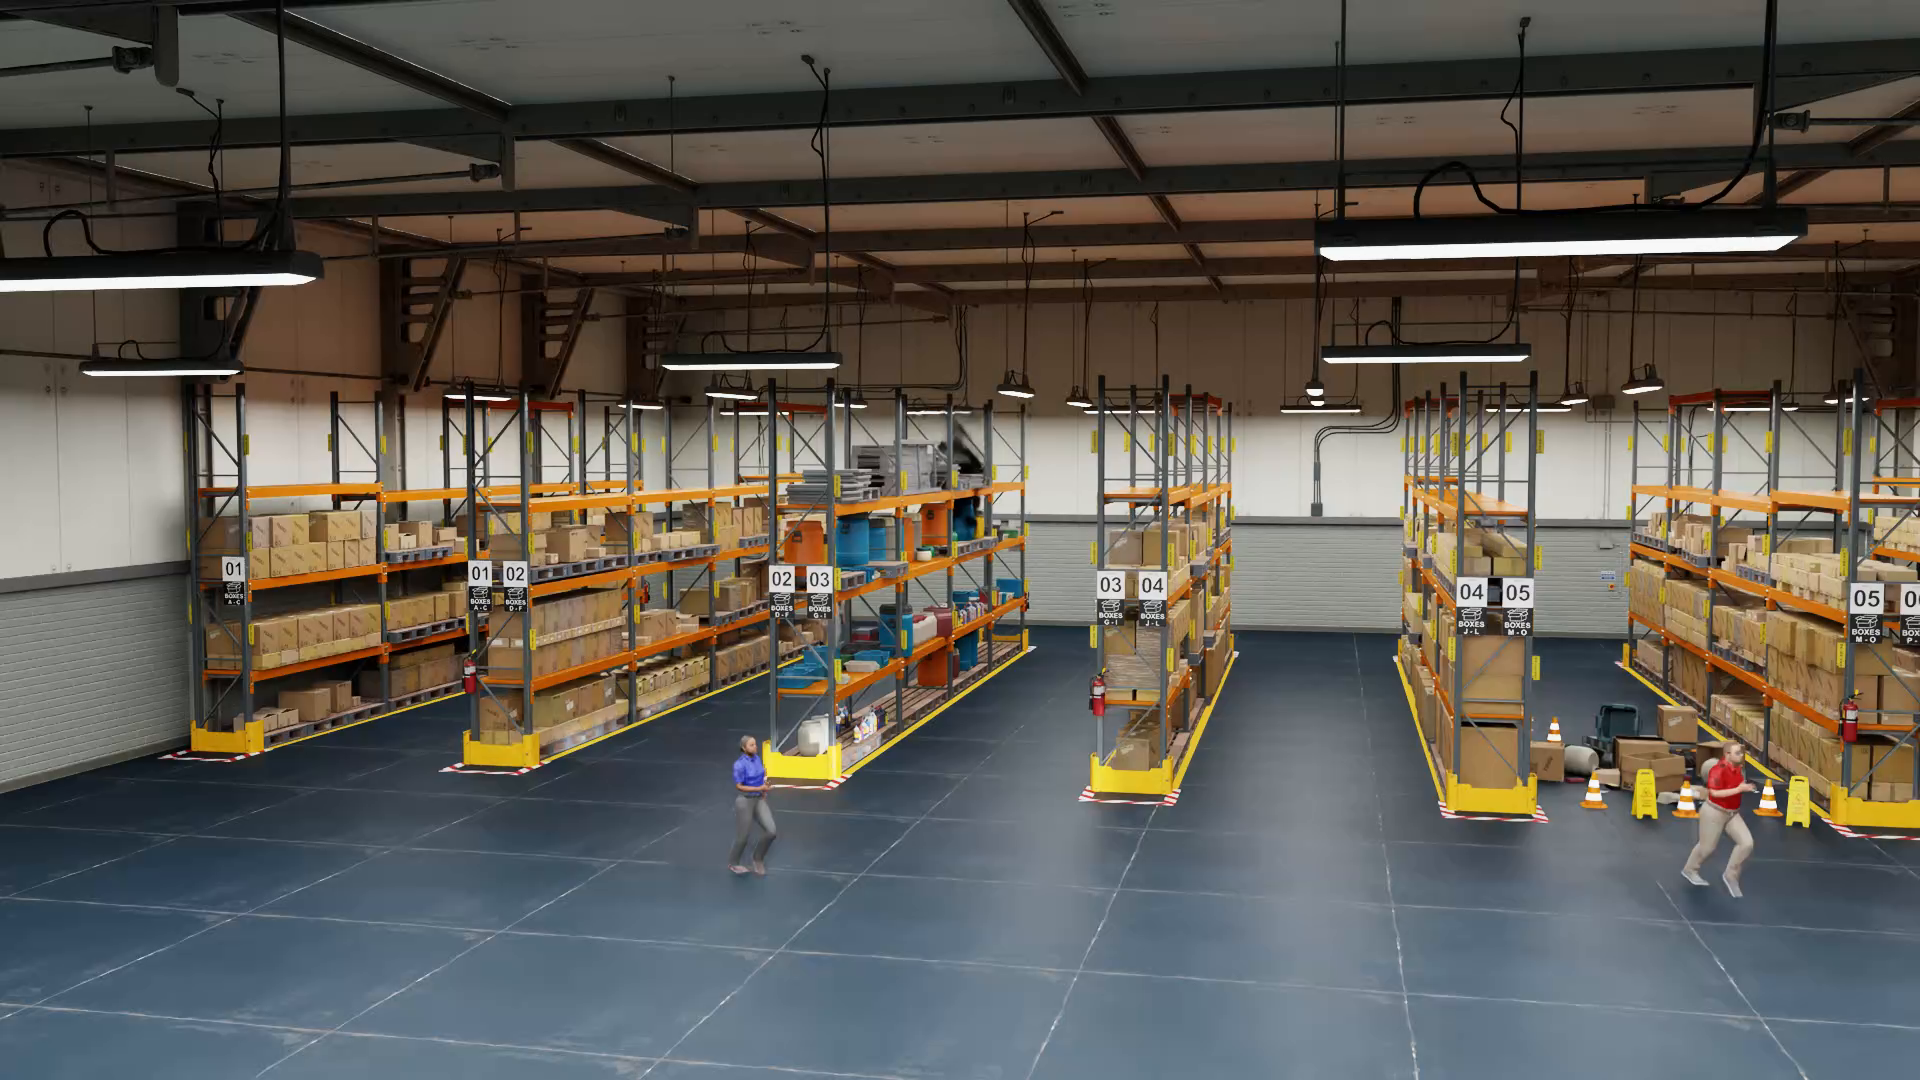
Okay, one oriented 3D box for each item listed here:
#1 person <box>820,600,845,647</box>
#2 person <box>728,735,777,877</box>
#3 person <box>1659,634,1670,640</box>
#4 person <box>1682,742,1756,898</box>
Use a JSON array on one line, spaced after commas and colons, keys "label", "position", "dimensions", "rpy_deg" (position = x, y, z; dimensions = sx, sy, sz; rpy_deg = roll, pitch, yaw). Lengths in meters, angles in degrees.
[{"label": "person", "position": [-2.712, 1.827, 35.303], "dimensions": [0.647, 1.816, 0.884], "rpy_deg": [0, 3, 2]}, {"label": "person", "position": [-2.395, 3.080, 19.224], "dimensions": [0.688, 1.664, 0.544], "rpy_deg": [3, 4, 39]}, {"label": "person", "position": [16.372, 1.988, 38.610], "dimensions": [0.744, 1.668, 0.661], "rpy_deg": [-2, 4, -37]}, {"label": "person", "position": [8.457, 3.109, 18.491], "dimensions": [0.637, 1.775, 0.842], "rpy_deg": [-2, 4, -29]}]
